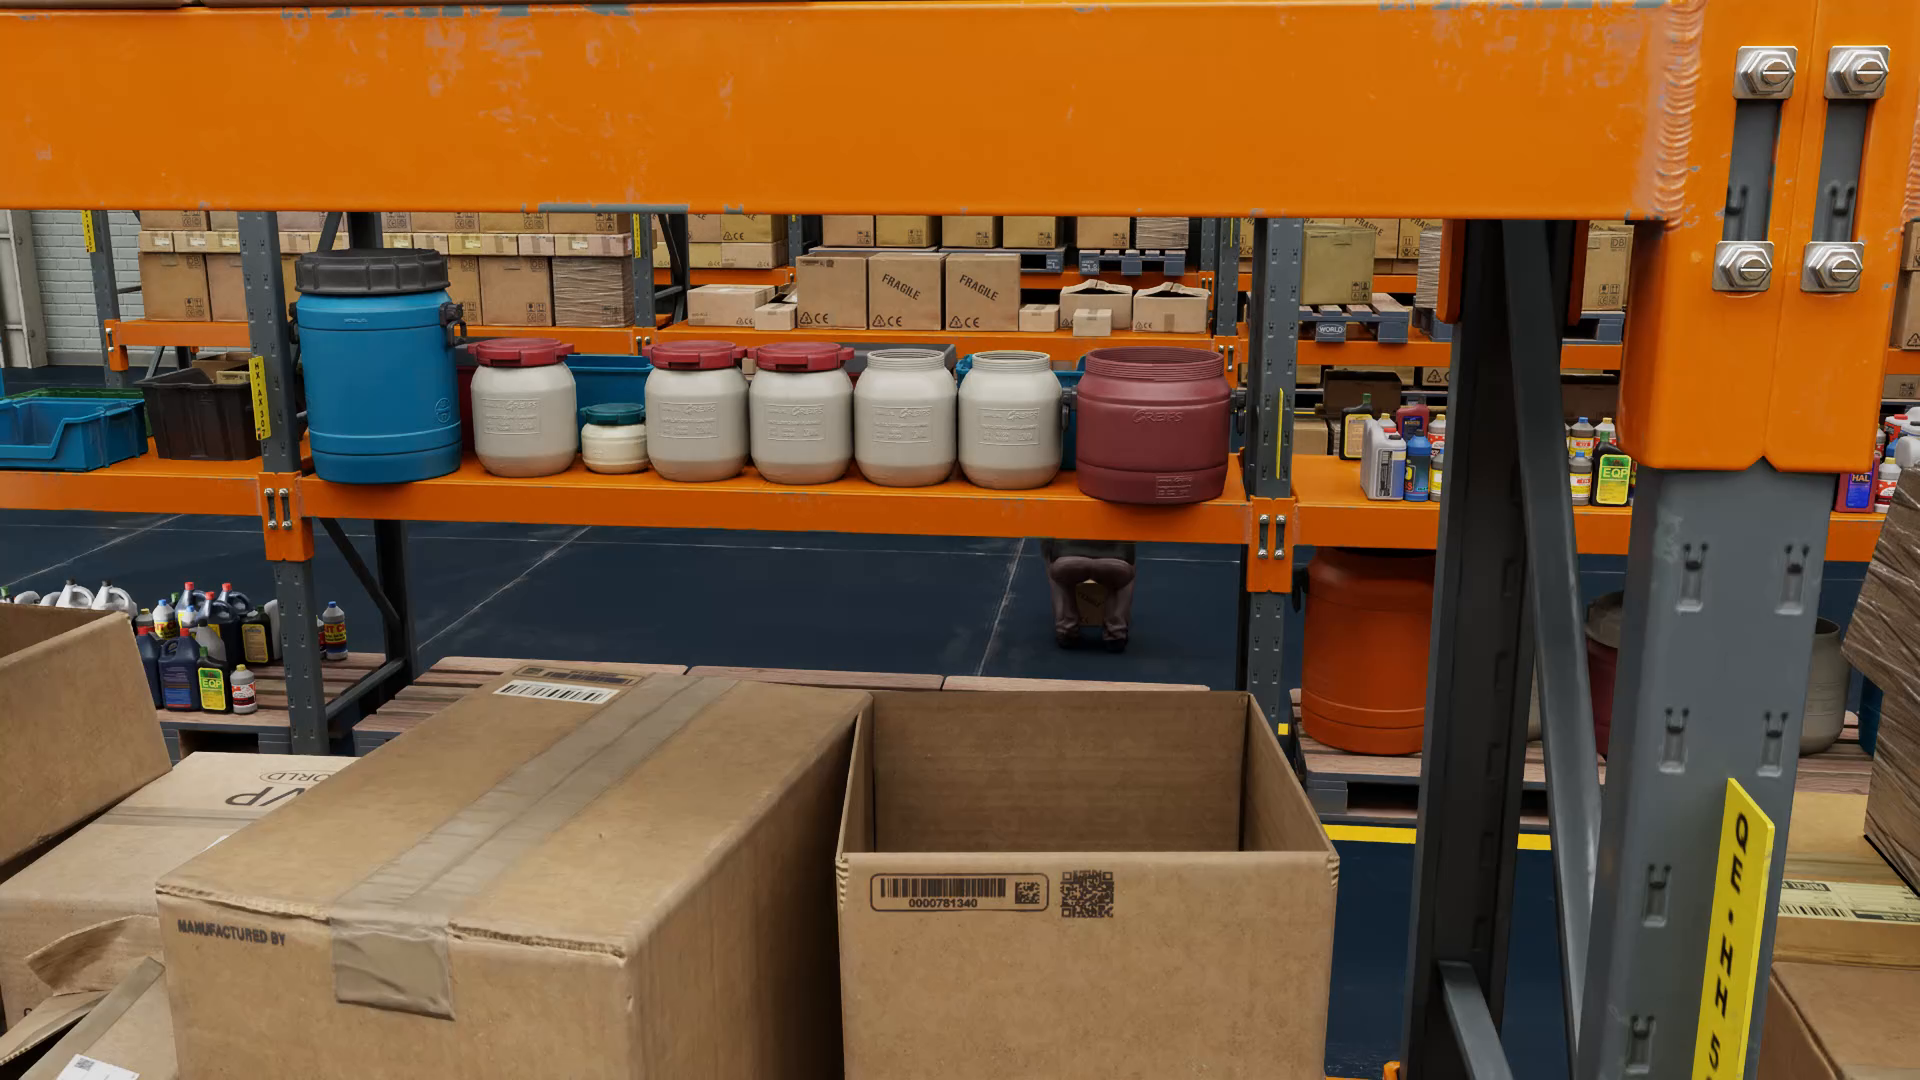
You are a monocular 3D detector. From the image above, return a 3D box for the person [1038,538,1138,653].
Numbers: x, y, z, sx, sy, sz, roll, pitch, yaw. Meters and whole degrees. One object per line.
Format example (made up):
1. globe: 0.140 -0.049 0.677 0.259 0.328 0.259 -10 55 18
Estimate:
1. person: 0.677 0.068 8.881 0.547 0.963 0.859 2 14 6
